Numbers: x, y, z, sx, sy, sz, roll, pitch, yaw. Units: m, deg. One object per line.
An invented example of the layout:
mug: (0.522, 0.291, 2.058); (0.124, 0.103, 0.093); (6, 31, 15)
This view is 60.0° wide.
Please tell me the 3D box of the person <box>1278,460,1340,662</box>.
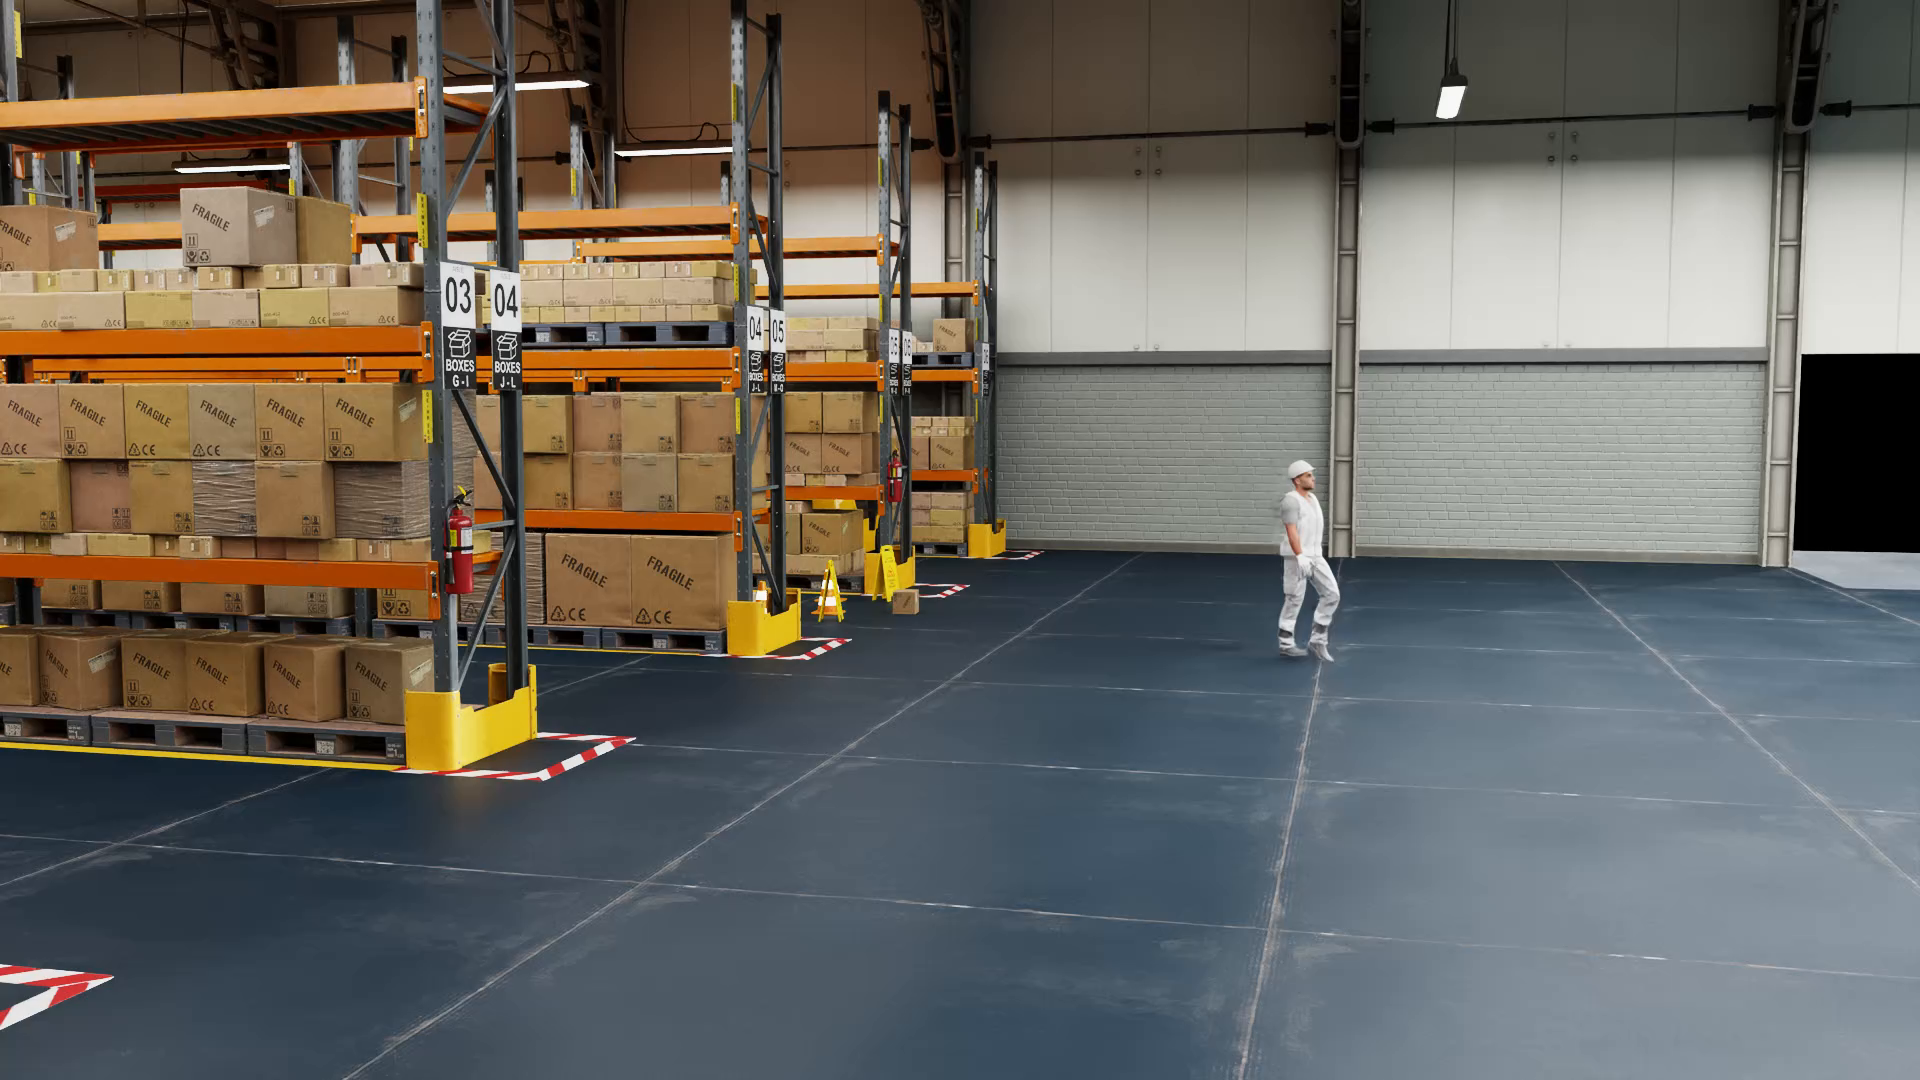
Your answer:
person: (3.107, 0.204, 14.938); (0.523, 1.832, 0.516); (-4, 6, -42)
